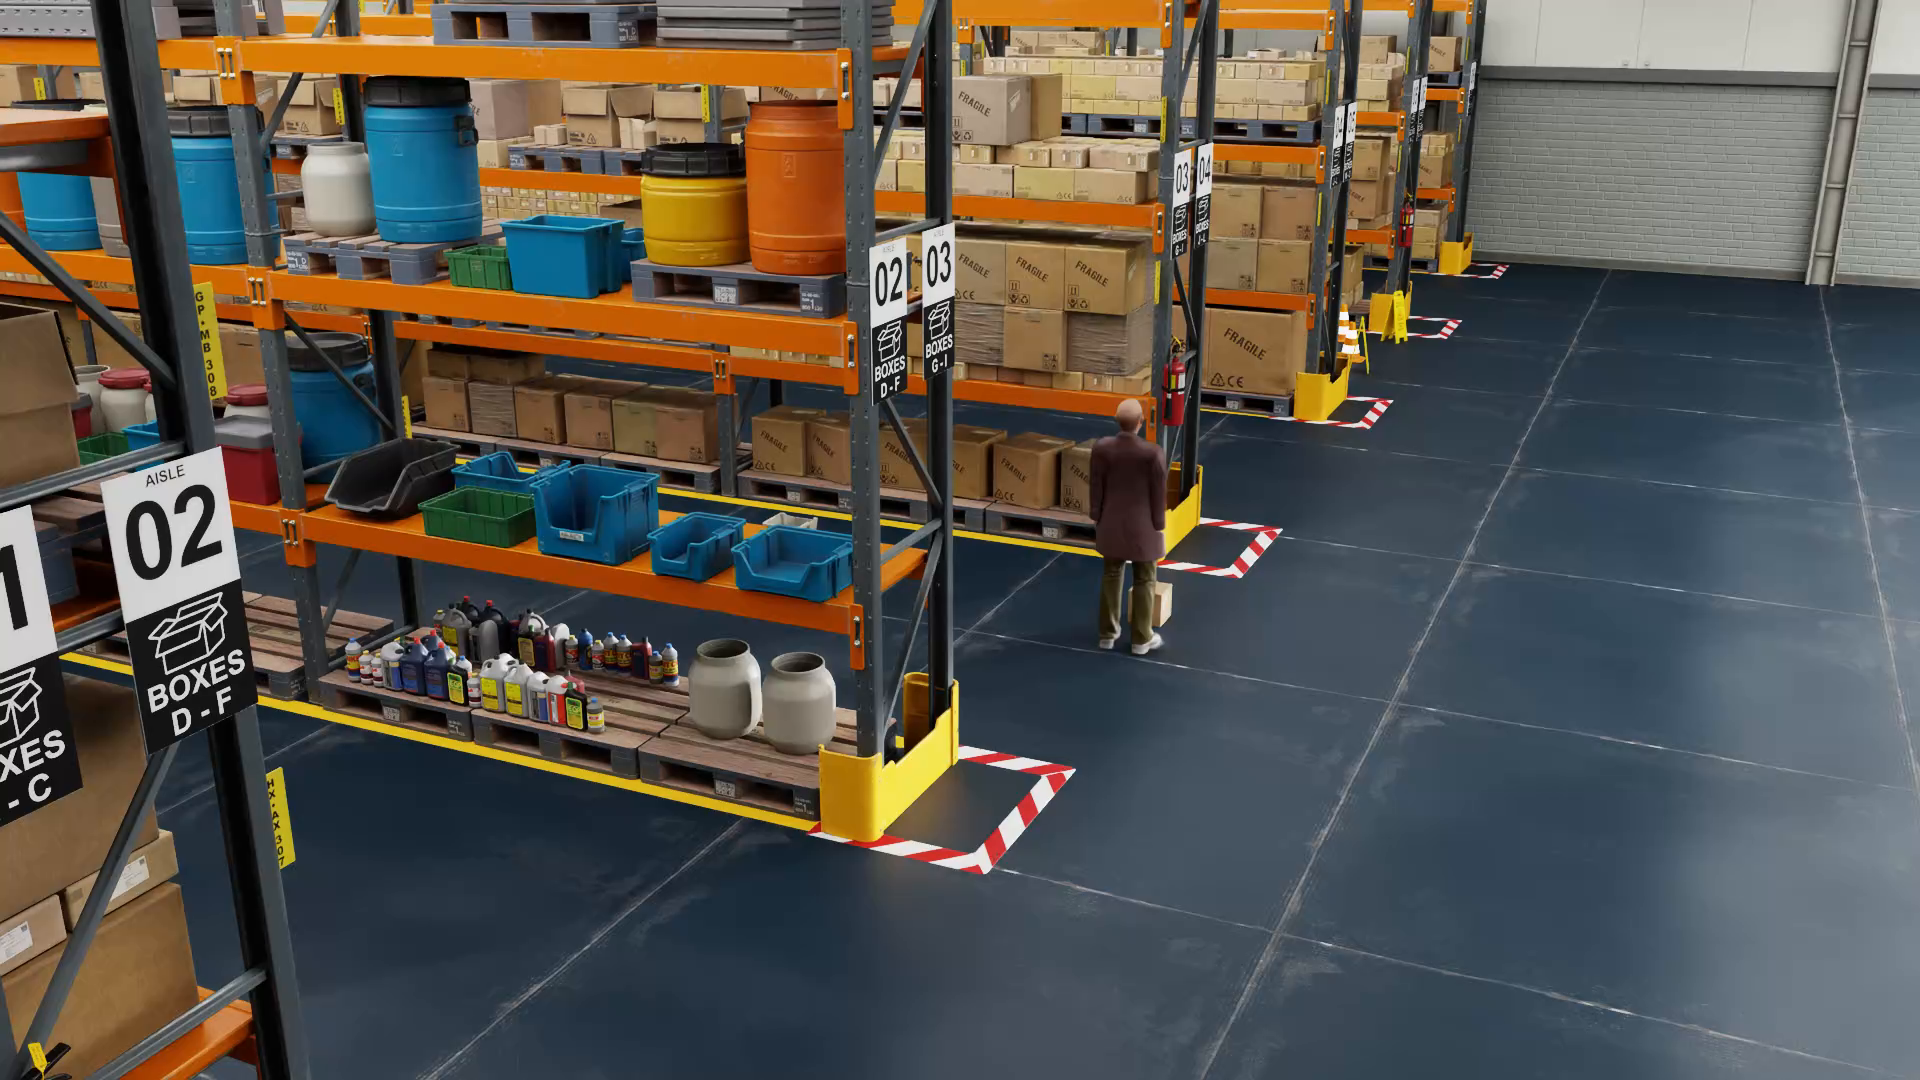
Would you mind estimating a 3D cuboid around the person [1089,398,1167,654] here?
[{"bbox_3d":[1.153,-0.014,11.448,0.563,1.580,0.379,9,21,24],"label":"person"}]
